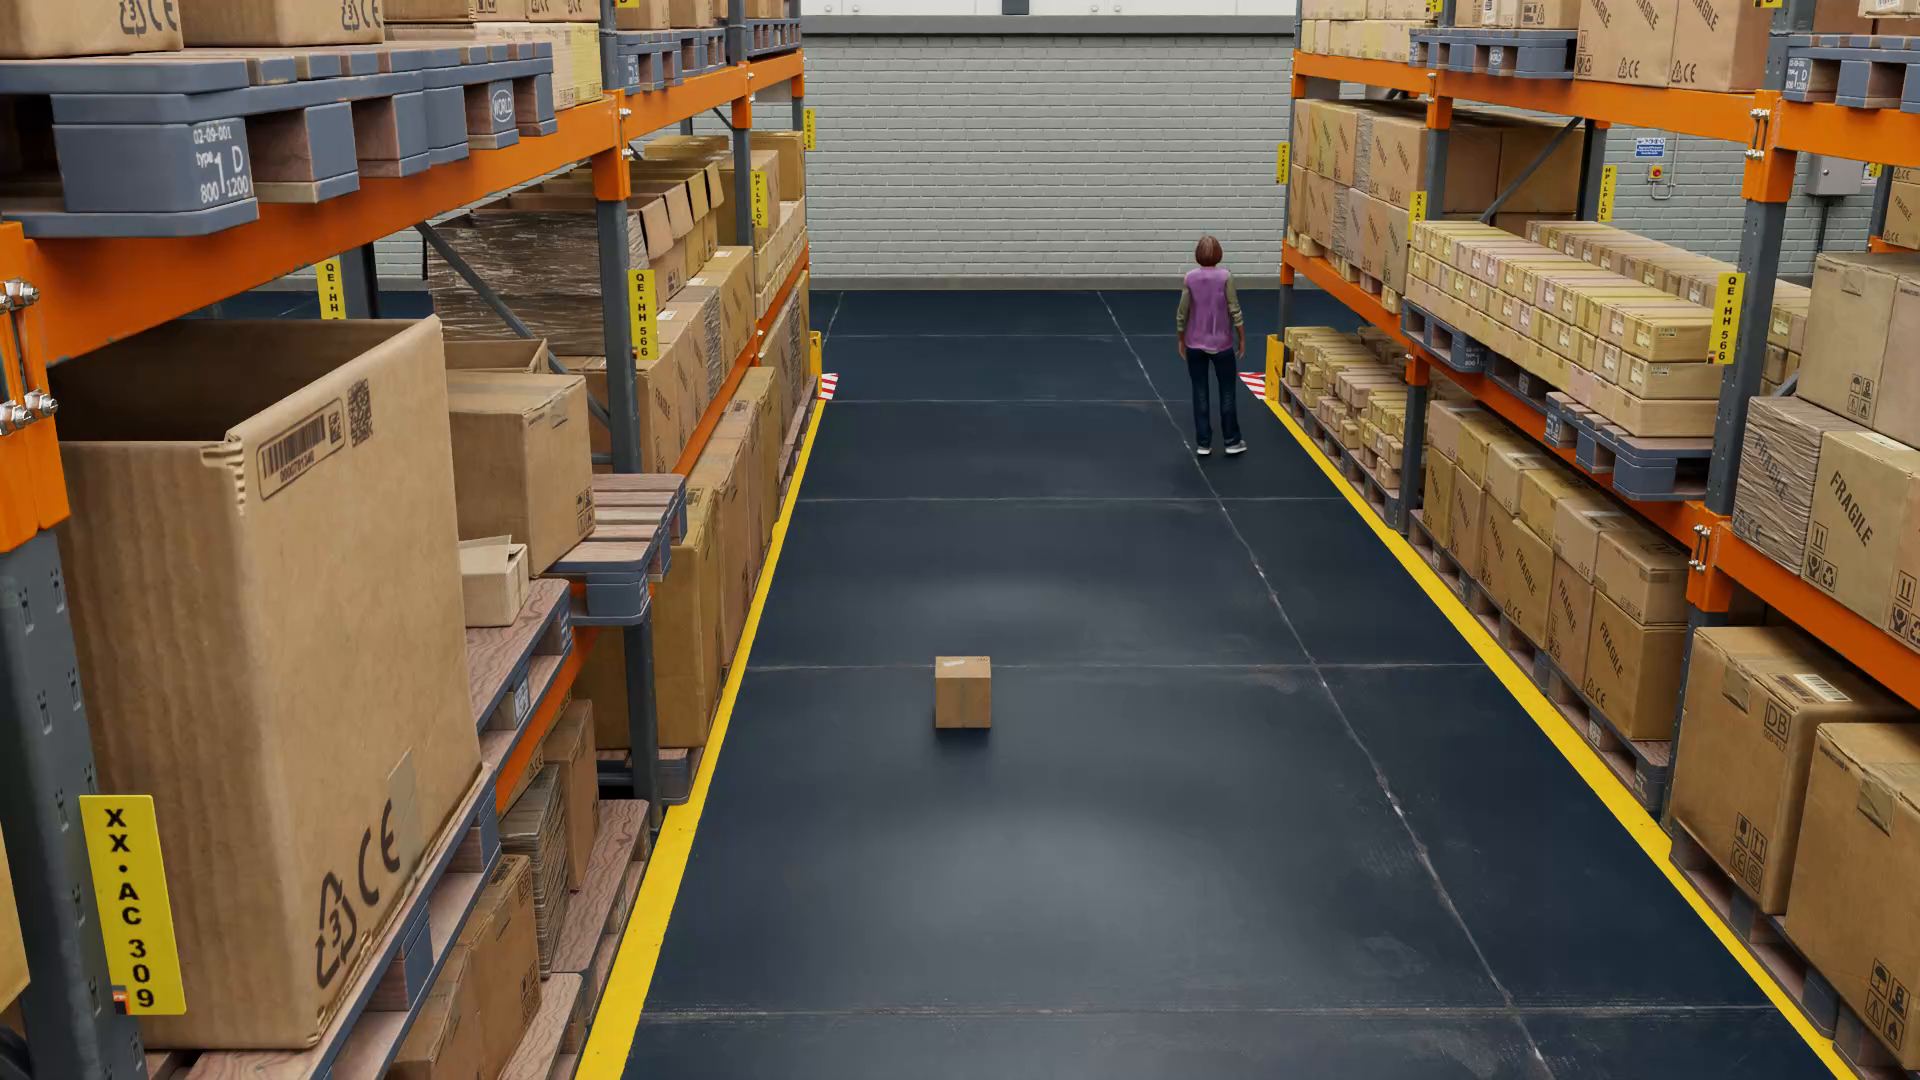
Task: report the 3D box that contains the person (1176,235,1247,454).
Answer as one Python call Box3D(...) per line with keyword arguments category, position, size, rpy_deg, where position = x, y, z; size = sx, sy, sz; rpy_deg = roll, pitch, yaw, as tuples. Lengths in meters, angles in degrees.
Box3D(category="person", position=(1.830, -1.407, 12.030), size=(0.508, 1.594, 0.465), rpy_deg=(7, 19, 20))
